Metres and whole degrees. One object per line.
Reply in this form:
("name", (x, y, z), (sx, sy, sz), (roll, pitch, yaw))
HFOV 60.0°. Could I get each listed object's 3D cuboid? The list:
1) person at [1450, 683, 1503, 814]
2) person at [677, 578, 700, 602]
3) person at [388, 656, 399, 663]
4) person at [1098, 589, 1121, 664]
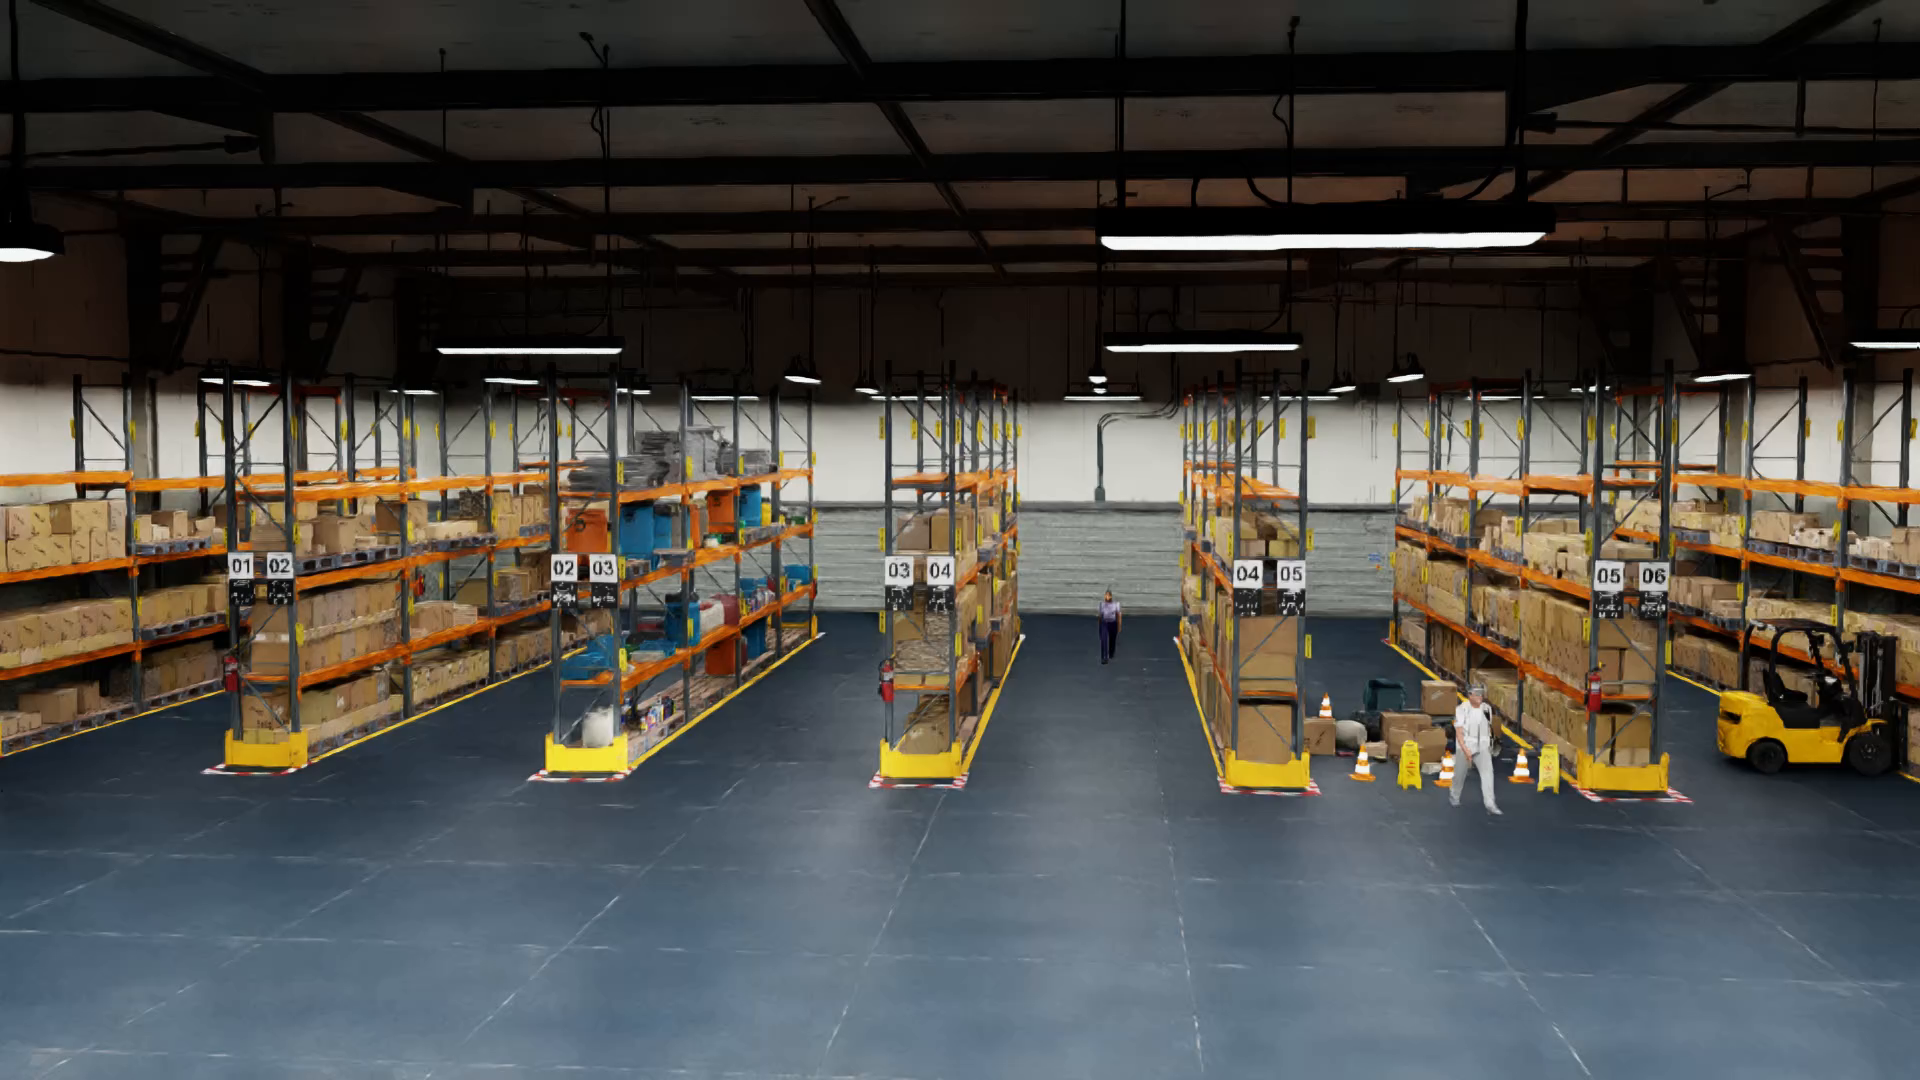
("person", (6.722, 2.702, 21.779), (0.536, 1.702, 1.036), (0, 4, -3))
("person", (-6.325, 1.665, 38.485), (0.639, 1.632, 0.506), (0, 4, 3))
("person", (-11.565, 2.011, 33.741), (0.417, 1.517, 1.036), (1, 4, 8))
("person", (3.228, 1.847, 35.831), (0.491, 1.590, 1.001), (0, 4, 4))
